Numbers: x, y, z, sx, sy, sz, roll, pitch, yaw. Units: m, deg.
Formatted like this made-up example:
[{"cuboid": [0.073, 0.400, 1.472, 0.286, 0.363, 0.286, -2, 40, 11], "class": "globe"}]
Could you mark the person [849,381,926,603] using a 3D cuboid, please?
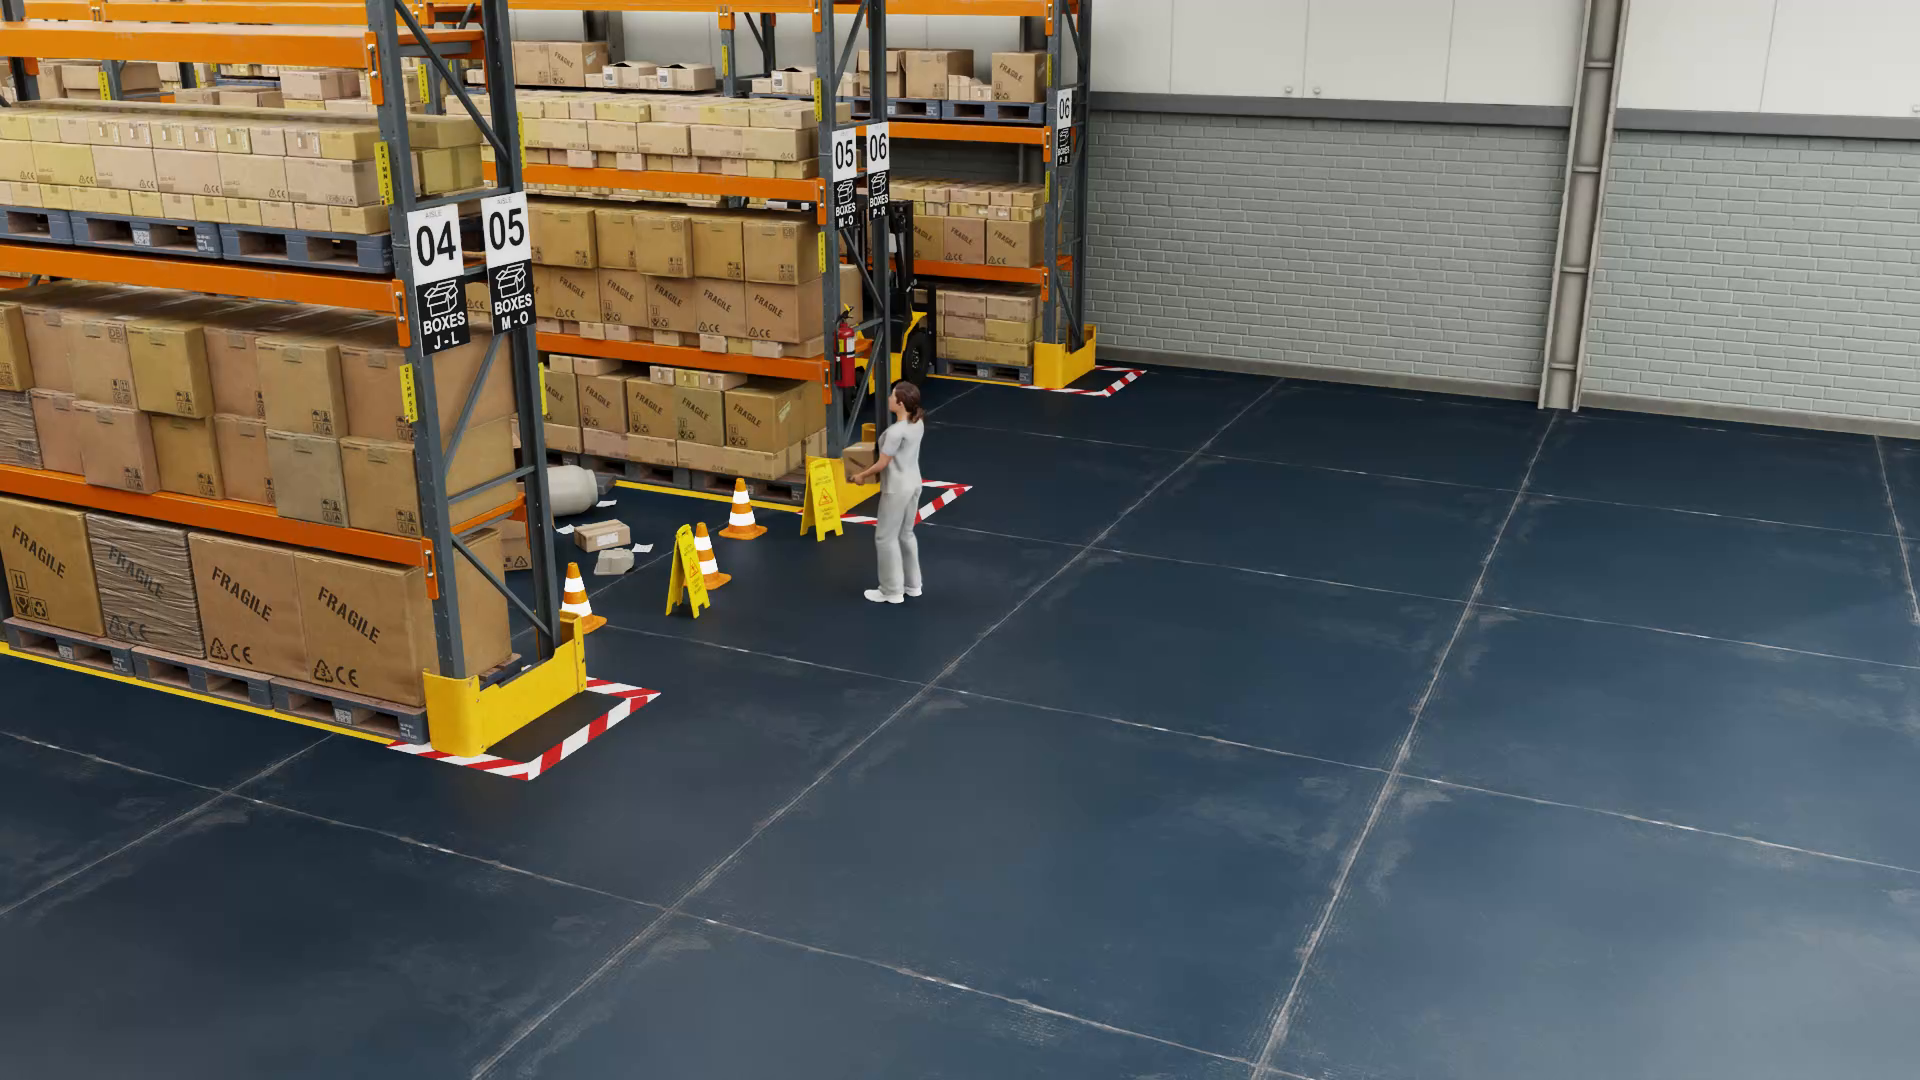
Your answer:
[{"cuboid": [-0.500, -0.358, 12.113, 0.550, 1.664, 0.441, 8, 21, 23], "class": "person"}]
